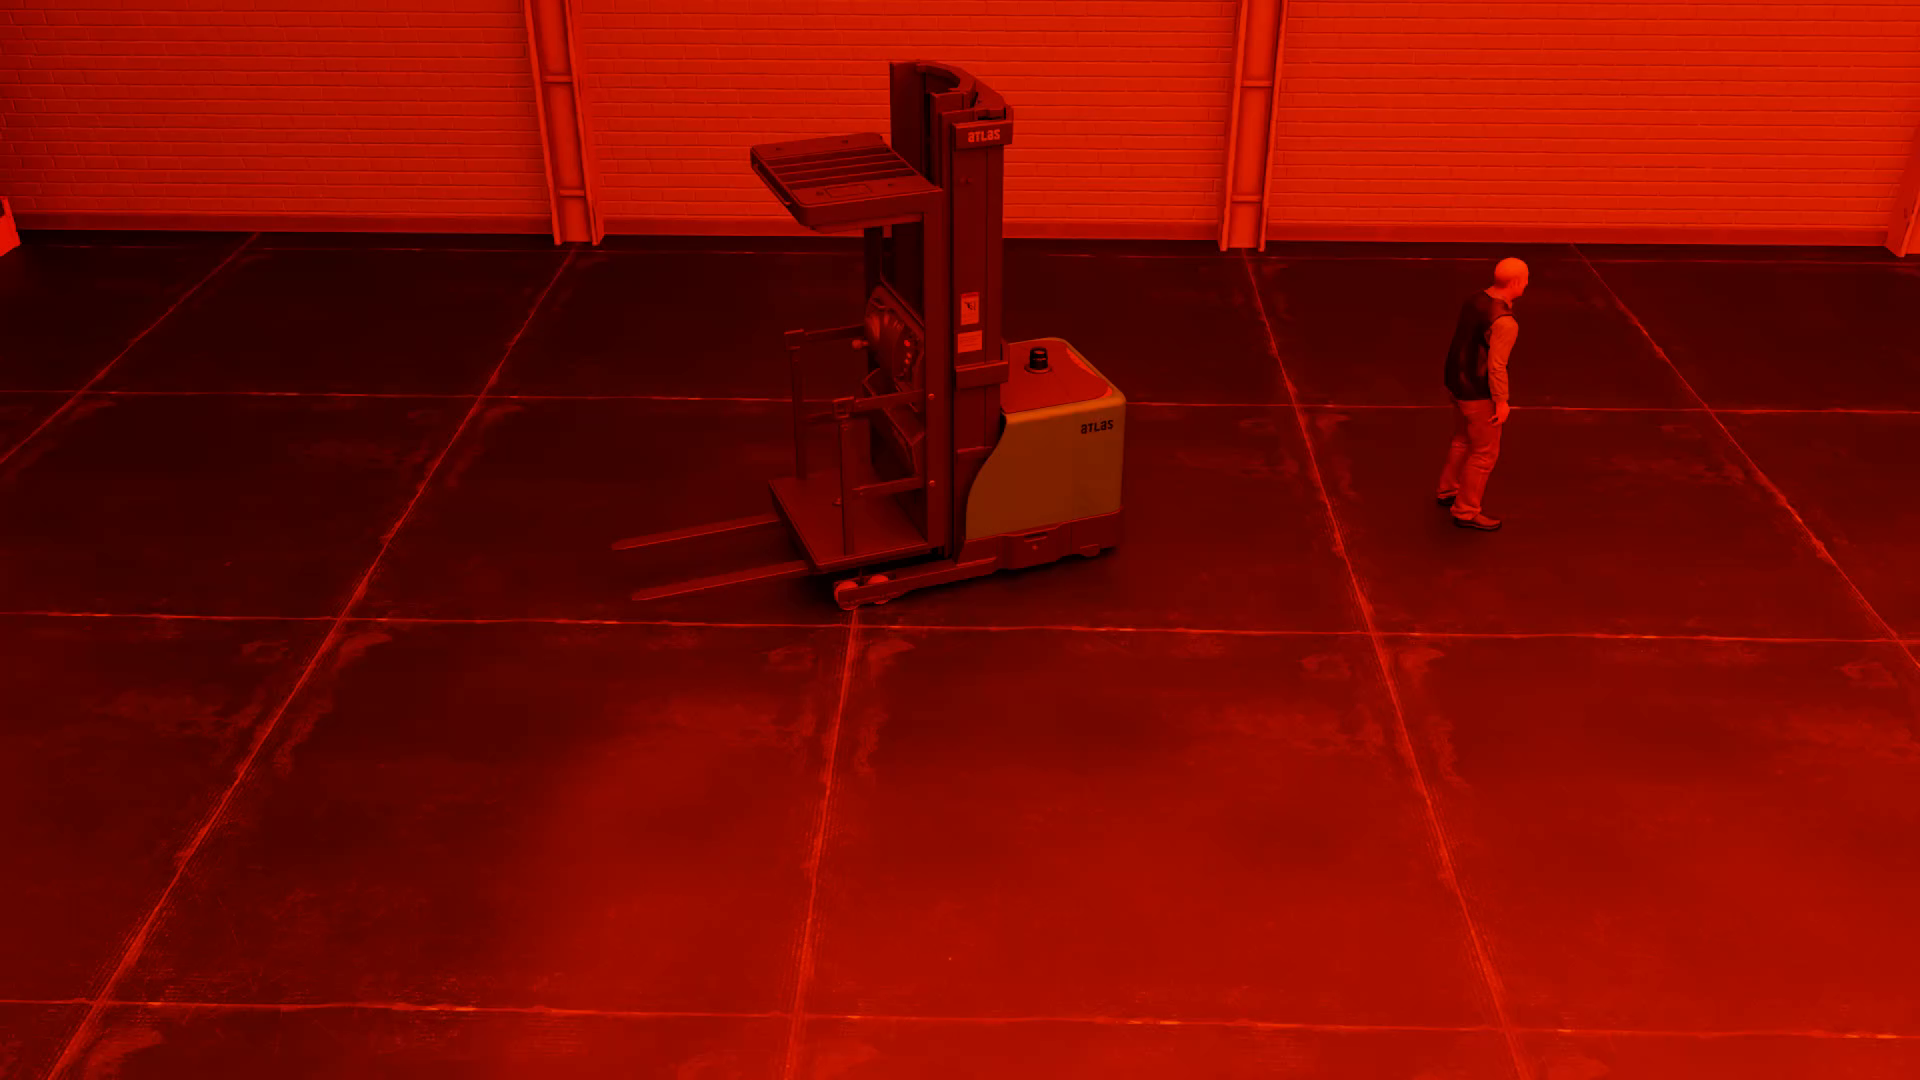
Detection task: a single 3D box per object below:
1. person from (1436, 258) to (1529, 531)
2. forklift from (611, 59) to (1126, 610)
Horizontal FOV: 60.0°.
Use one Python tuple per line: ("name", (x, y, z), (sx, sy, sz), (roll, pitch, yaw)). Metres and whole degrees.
("person", (3.236, -0.932, 10.388), (0.412, 1.720, 0.584), (-3, 31, -5))
("forklift", (-0.569, -1.153, 9.570), (3.031, 2.935, 1.130), (-11, 32, -18))
